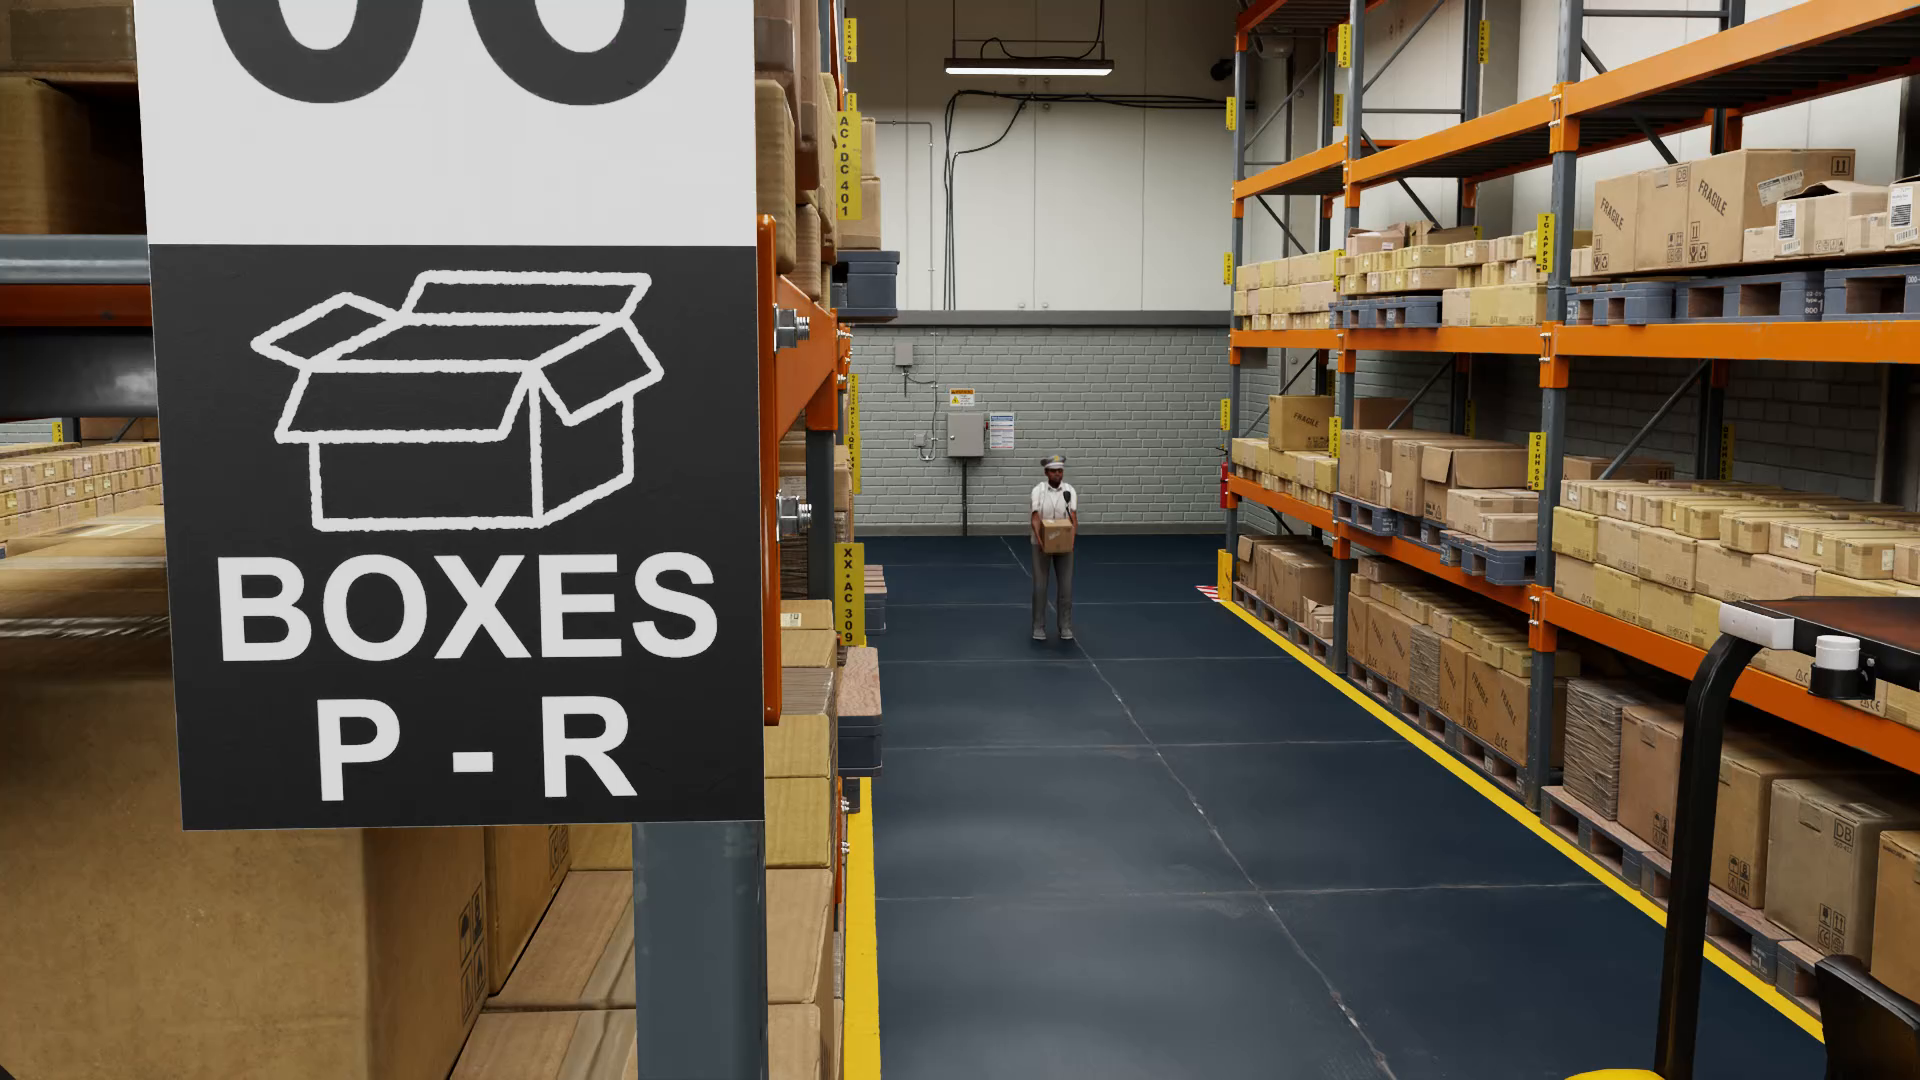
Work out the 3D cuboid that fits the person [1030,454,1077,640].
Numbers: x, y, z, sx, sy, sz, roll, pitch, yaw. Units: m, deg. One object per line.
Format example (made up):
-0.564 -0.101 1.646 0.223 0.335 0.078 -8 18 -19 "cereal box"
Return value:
0.855 0.061 15.186 0.427 1.687 0.338 -1 7 -5 "person"
